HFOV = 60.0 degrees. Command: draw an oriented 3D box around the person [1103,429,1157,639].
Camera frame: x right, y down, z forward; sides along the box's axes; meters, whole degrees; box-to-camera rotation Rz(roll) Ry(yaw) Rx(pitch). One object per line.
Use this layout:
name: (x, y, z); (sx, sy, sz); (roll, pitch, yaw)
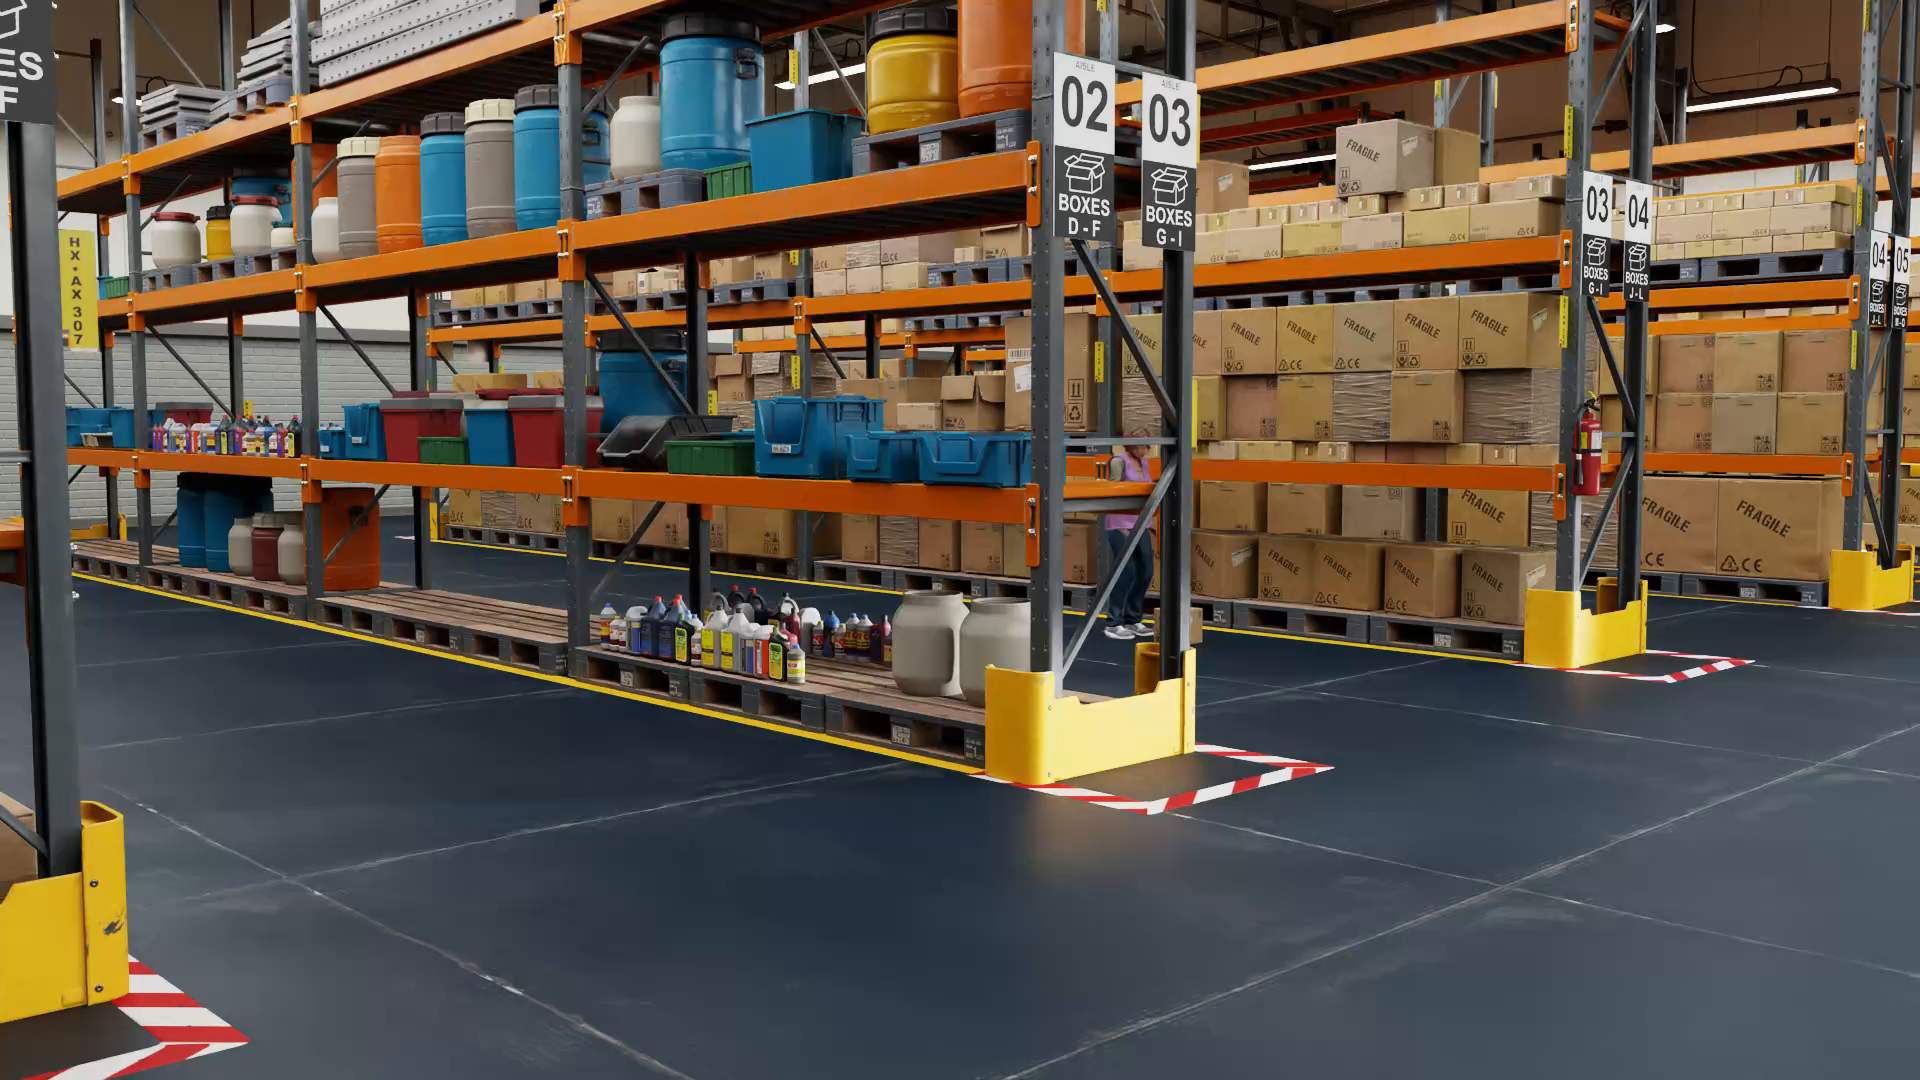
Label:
person: (1.282, -0.048, 12.351); (0.430, 1.550, 0.399); (-4, 6, -42)
